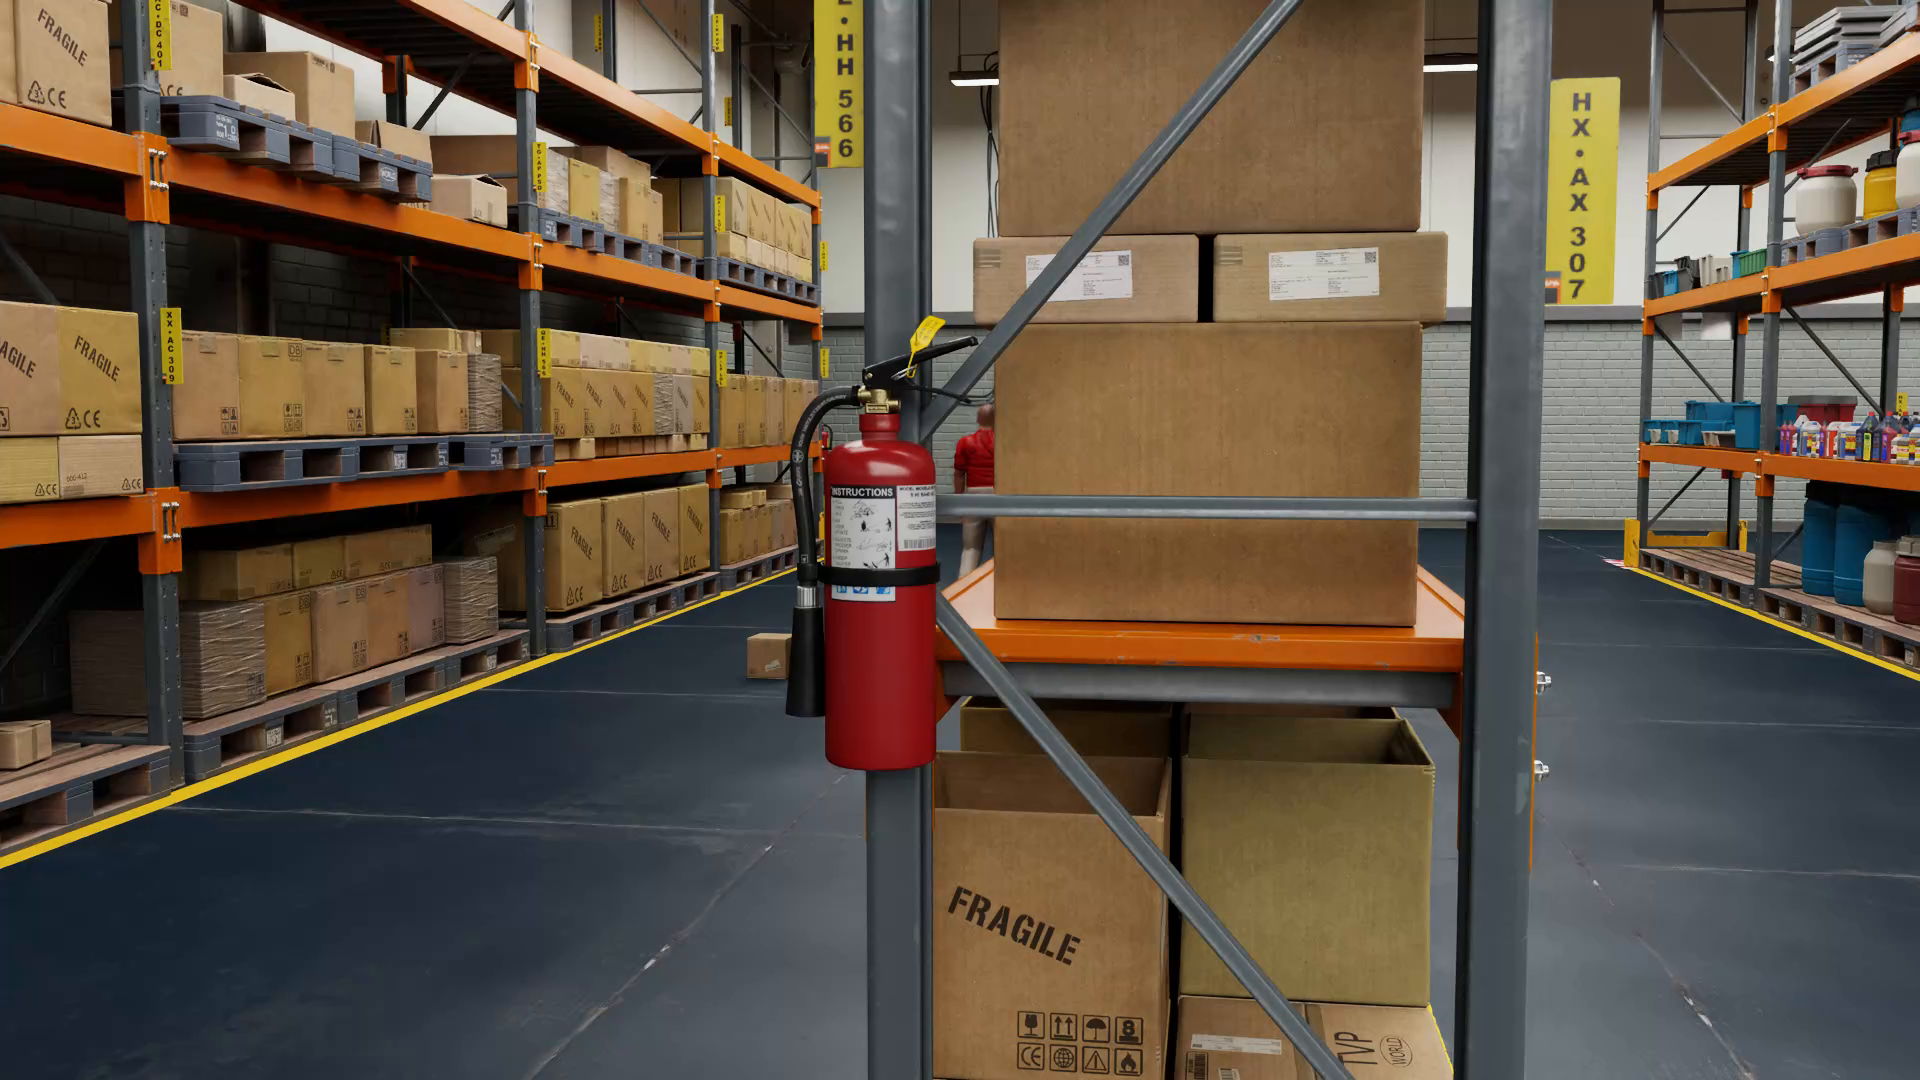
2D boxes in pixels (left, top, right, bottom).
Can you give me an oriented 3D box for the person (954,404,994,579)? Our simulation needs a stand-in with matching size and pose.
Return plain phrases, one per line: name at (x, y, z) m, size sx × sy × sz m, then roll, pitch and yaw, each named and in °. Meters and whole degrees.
person at (0.211, -0.270, 13.644) m, size 0.534 × 1.686 × 0.875 m, roll 1°, pitch 5°, yaw 13°
